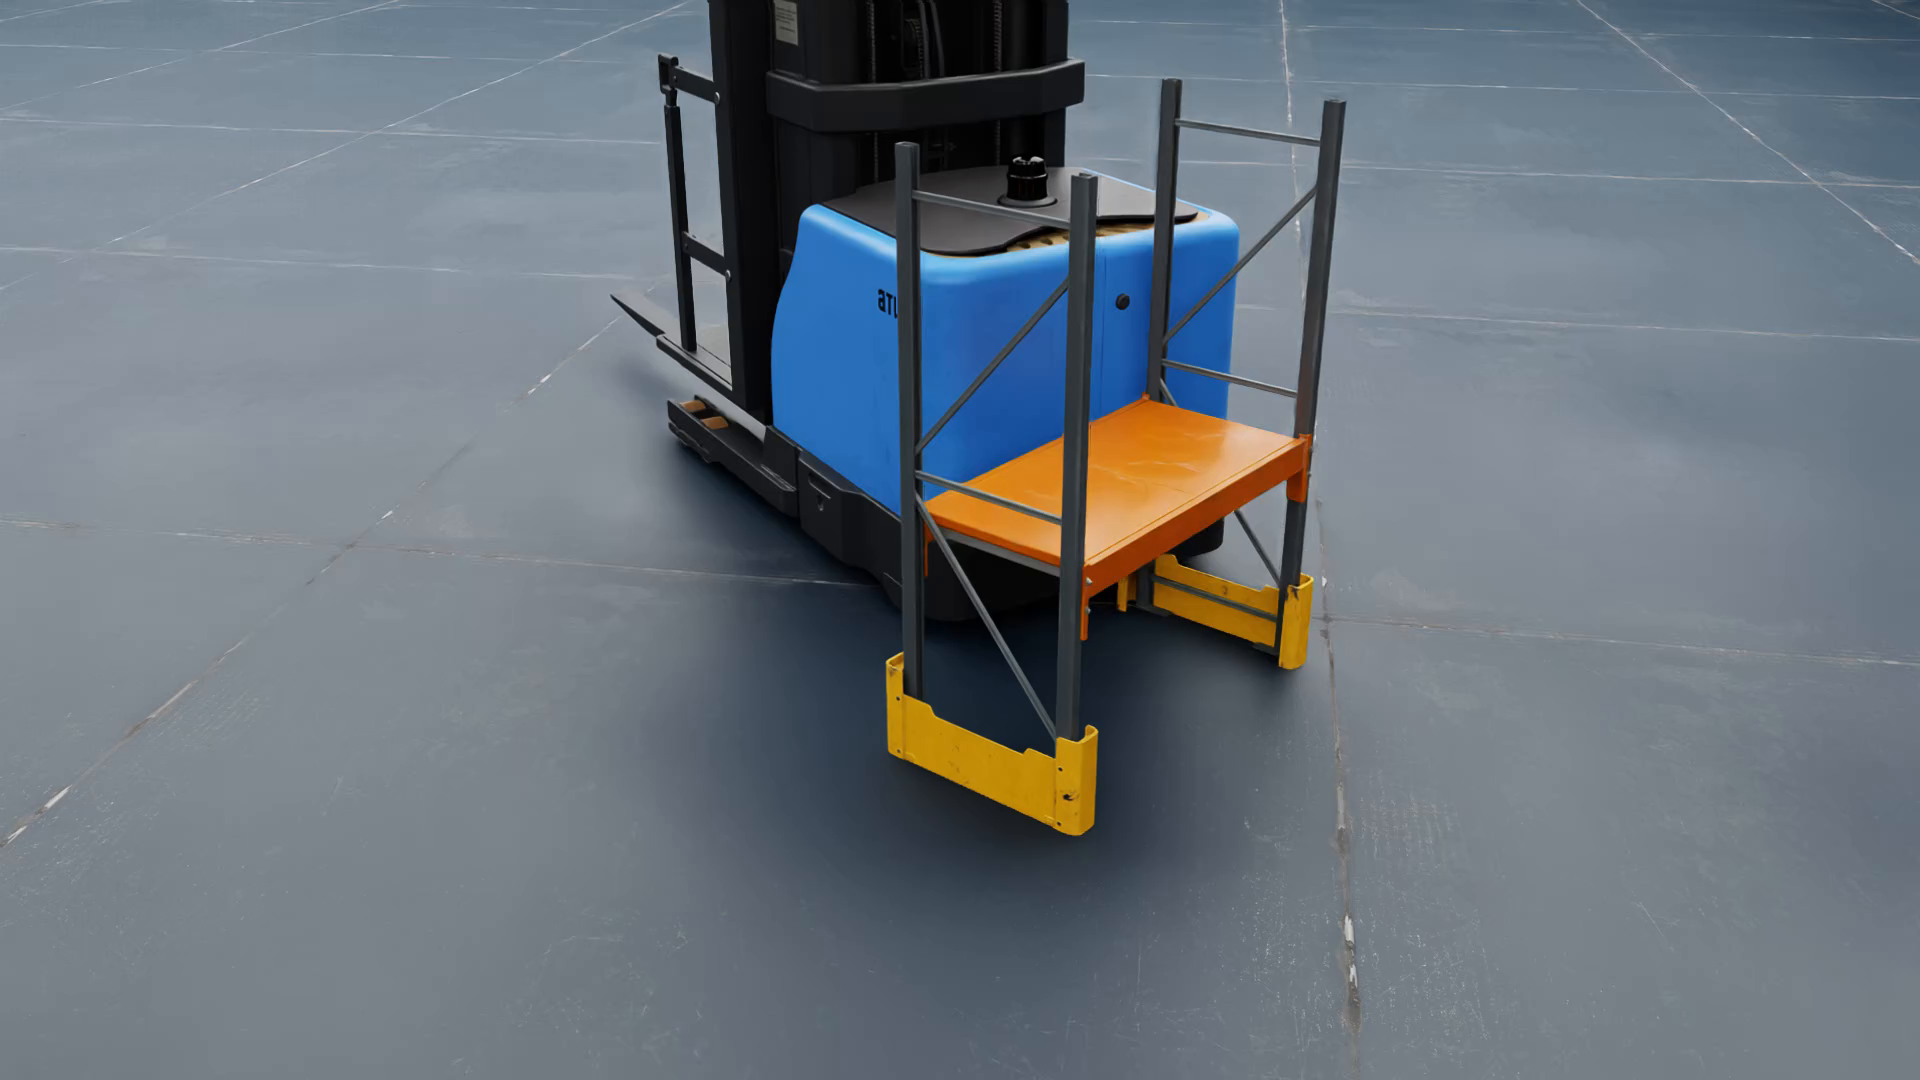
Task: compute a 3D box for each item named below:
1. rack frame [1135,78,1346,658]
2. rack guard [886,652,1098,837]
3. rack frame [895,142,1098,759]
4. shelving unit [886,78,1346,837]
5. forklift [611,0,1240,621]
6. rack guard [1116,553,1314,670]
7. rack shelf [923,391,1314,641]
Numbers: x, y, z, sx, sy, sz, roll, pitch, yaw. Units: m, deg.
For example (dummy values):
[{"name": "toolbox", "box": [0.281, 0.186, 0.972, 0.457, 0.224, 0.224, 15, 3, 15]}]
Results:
[{"name": "rack frame", "box": [0.711, -0.422, 4.383, 0.500, 1.500, 0.032, 19, 31, 35]}, {"name": "rack guard", "box": [0.066, 0.476, 3.938, 0.587, 0.250, 0.087, 19, 31, 35]}, {"name": "rack frame", "box": [0.065, -0.090, 3.672, 0.500, 1.500, 0.032, 19, 31, 35]}, {"name": "shelving unit", "box": [0.383, -0.253, 4.021, 0.587, 1.500, 1.083, 19, 31, 35]}, {"name": "forklift", "box": [-0.389, -1.684, 5.390, 1.130, 2.935, 3.031, -14, 29, -28]}, {"name": "rack guard", "box": [0.699, 0.150, 4.634, 0.587, 0.250, 0.087, 19, 31, 35]}, {"name": "rack shelf", "box": [0.388, -0.093, 4.104, 0.538, 0.185, 1.000, 19, 31, 35]}]
